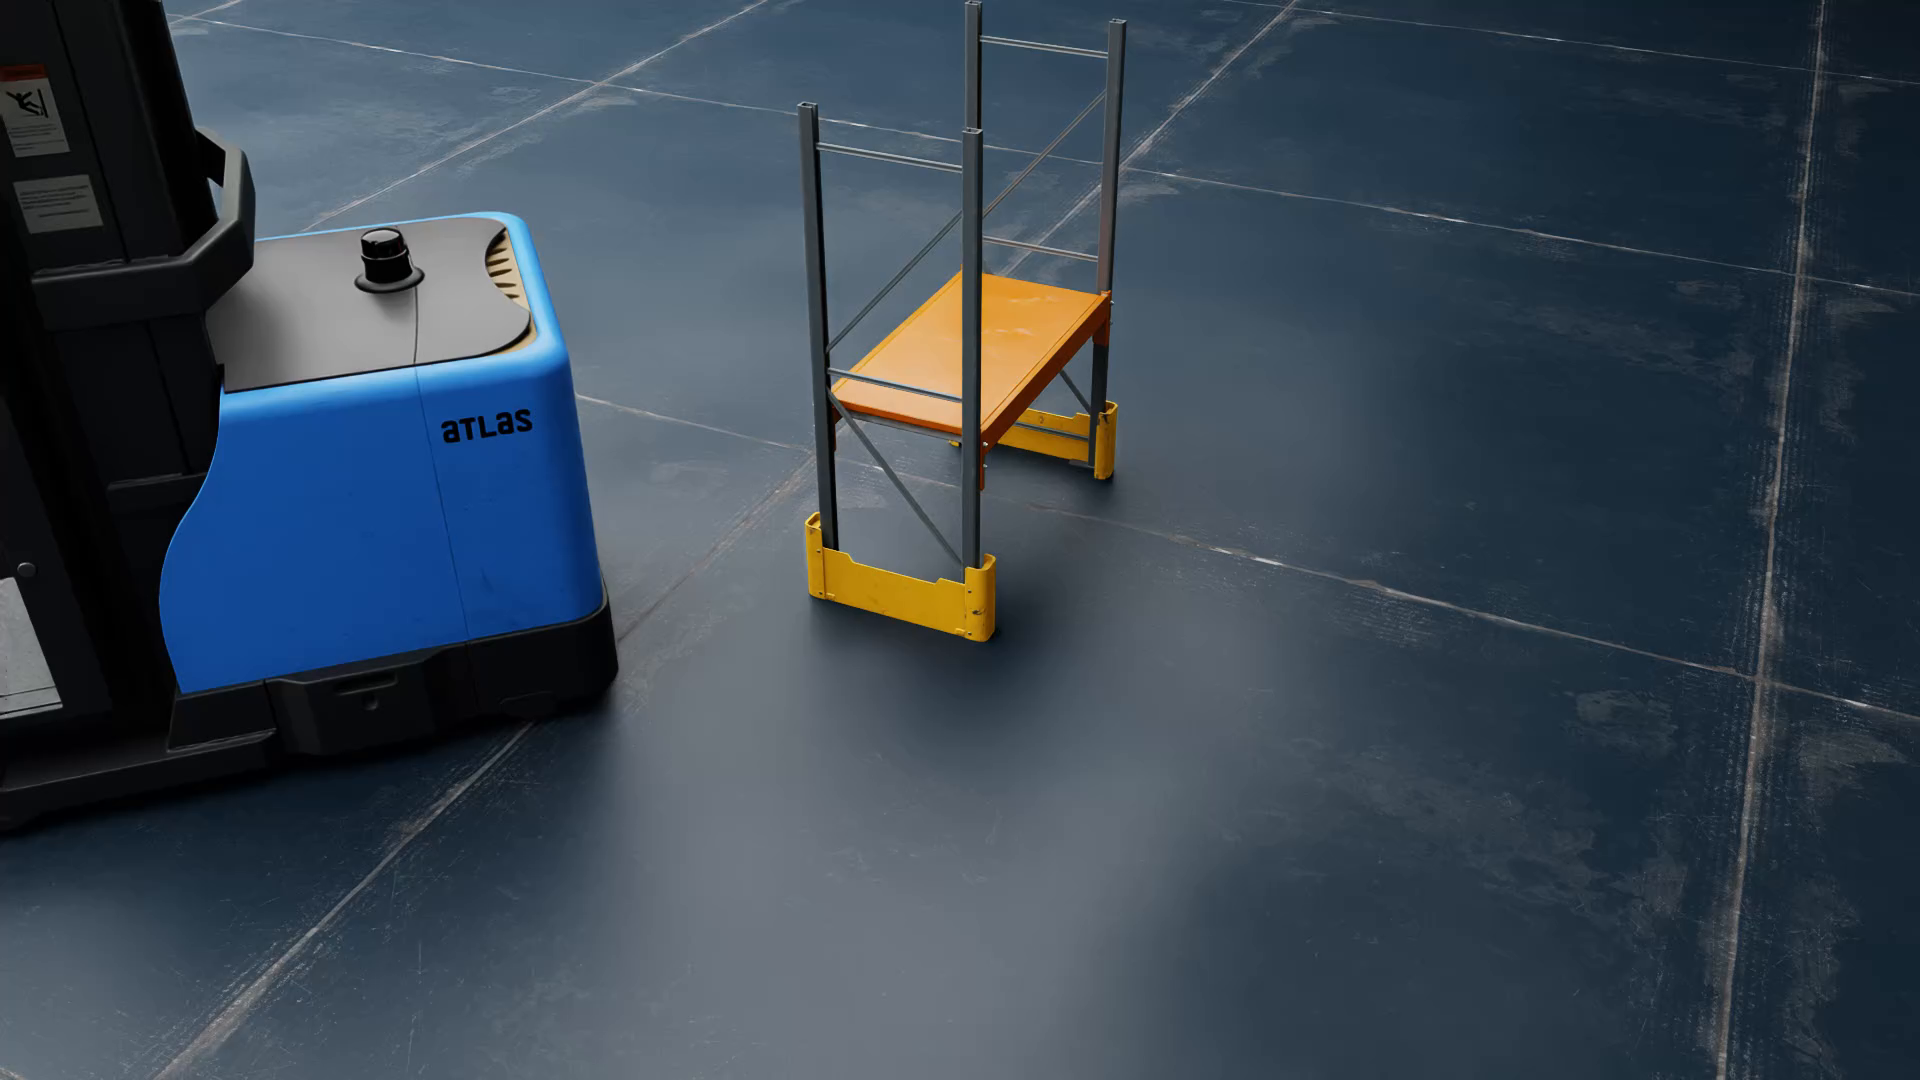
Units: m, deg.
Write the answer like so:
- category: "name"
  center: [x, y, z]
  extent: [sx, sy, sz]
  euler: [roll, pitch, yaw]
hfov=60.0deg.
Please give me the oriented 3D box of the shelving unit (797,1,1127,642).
- category: "shelving unit"
  center: [0.032, -0.665, 4.897]
  extent: [0.587, 1.500, 1.083]
  euler: [14, 36, 20]

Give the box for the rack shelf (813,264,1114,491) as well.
- category: "rack shelf"
  center: [0.036, -0.519, 5.002]
  extent: [0.538, 0.185, 1.000]
  euler: [14, 36, 20]

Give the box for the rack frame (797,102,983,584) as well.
- category: "rack frame"
  center: [-0.177, -0.417, 4.517]
  extent: [0.500, 1.500, 0.032]
  euler: [14, 36, 20]

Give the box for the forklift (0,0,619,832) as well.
- category: "forklift"
  center: [-2.513, -0.770, 3.751]
  extent: [3.031, 2.935, 1.130]
  euler: [-11, 35, -16]

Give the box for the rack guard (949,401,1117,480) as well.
- category: "rack guard"
  center: [0.240, -0.391, 5.618]
  extent: [0.587, 0.250, 0.087]
  euler: [14, 36, 20]

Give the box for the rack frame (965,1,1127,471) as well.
- category: "rack frame"
  center: [0.248, -0.923, 5.290]
  extent: [0.500, 1.500, 0.032]
  euler: [14, 36, 20]

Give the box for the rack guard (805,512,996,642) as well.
- category: "rack guard"
  center: [-0.176, 0.106, 4.861]
  extent: [0.587, 0.250, 0.087]
  euler: [14, 36, 20]
